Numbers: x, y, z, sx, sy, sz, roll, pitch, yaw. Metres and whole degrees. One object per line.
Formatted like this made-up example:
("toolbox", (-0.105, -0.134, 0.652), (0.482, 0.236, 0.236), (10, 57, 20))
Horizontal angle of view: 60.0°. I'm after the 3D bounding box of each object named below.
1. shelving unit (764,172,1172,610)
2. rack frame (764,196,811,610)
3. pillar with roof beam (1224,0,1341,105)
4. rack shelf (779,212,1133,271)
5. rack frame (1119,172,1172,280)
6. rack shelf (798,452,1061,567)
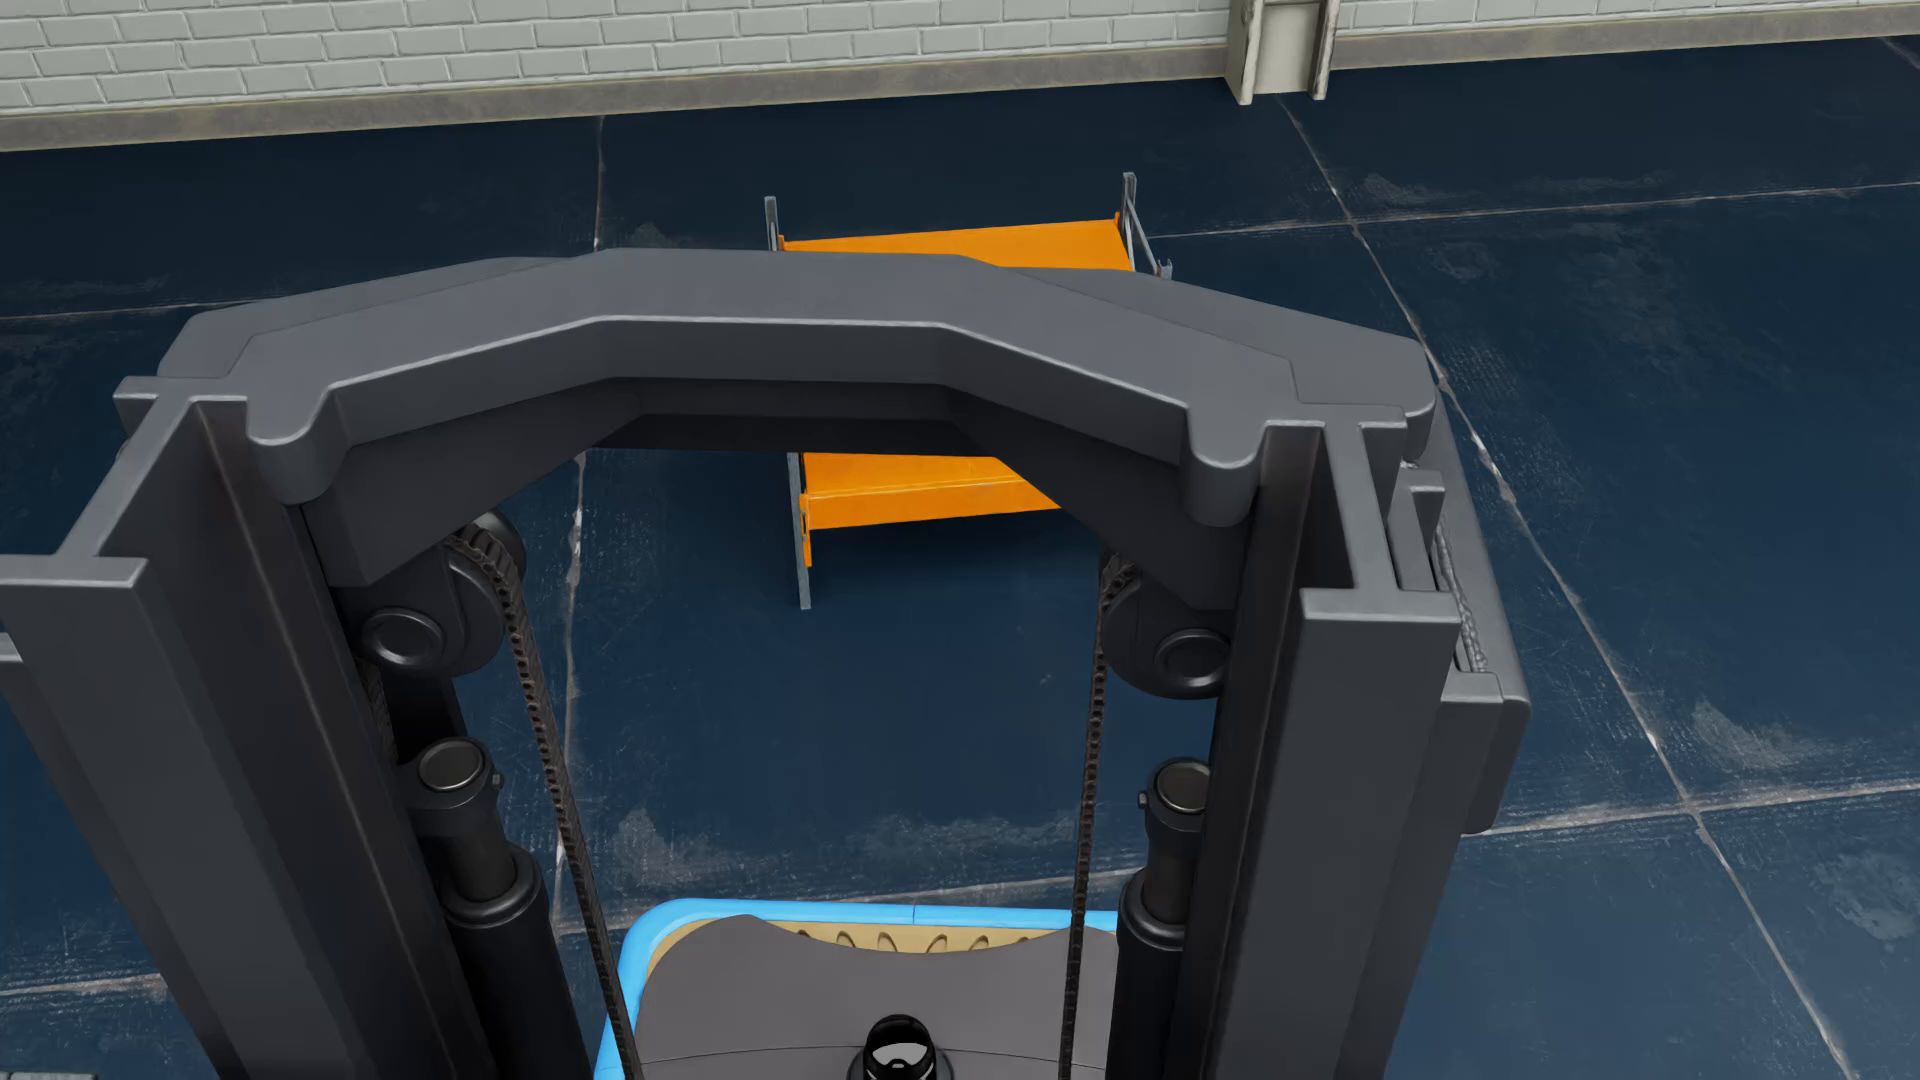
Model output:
("shelving unit", (0.007, -0.418, 4.874), (1.048, 1.125, 0.538), (-5, 42, -6))
("rack frame", (-0.497, -0.374, 4.825), (0.032, 1.125, 0.500), (-5, 42, -6))
("pillar with roof beam", (1.977, -2.538, 1.345), (0.400, 9.000, 9.100), (-5, 42, -6))
("rack shelf", (0.007, -0.636, 4.678), (1.000, 0.278, 0.538), (-5, 42, -6))
("rack frame", (0.511, -0.462, 4.923), (0.032, 1.125, 0.500), (-5, 42, -6))
("rack shelf", (0.007, -0.237, 5.038), (1.000, 0.278, 0.538), (-5, 42, -6))
